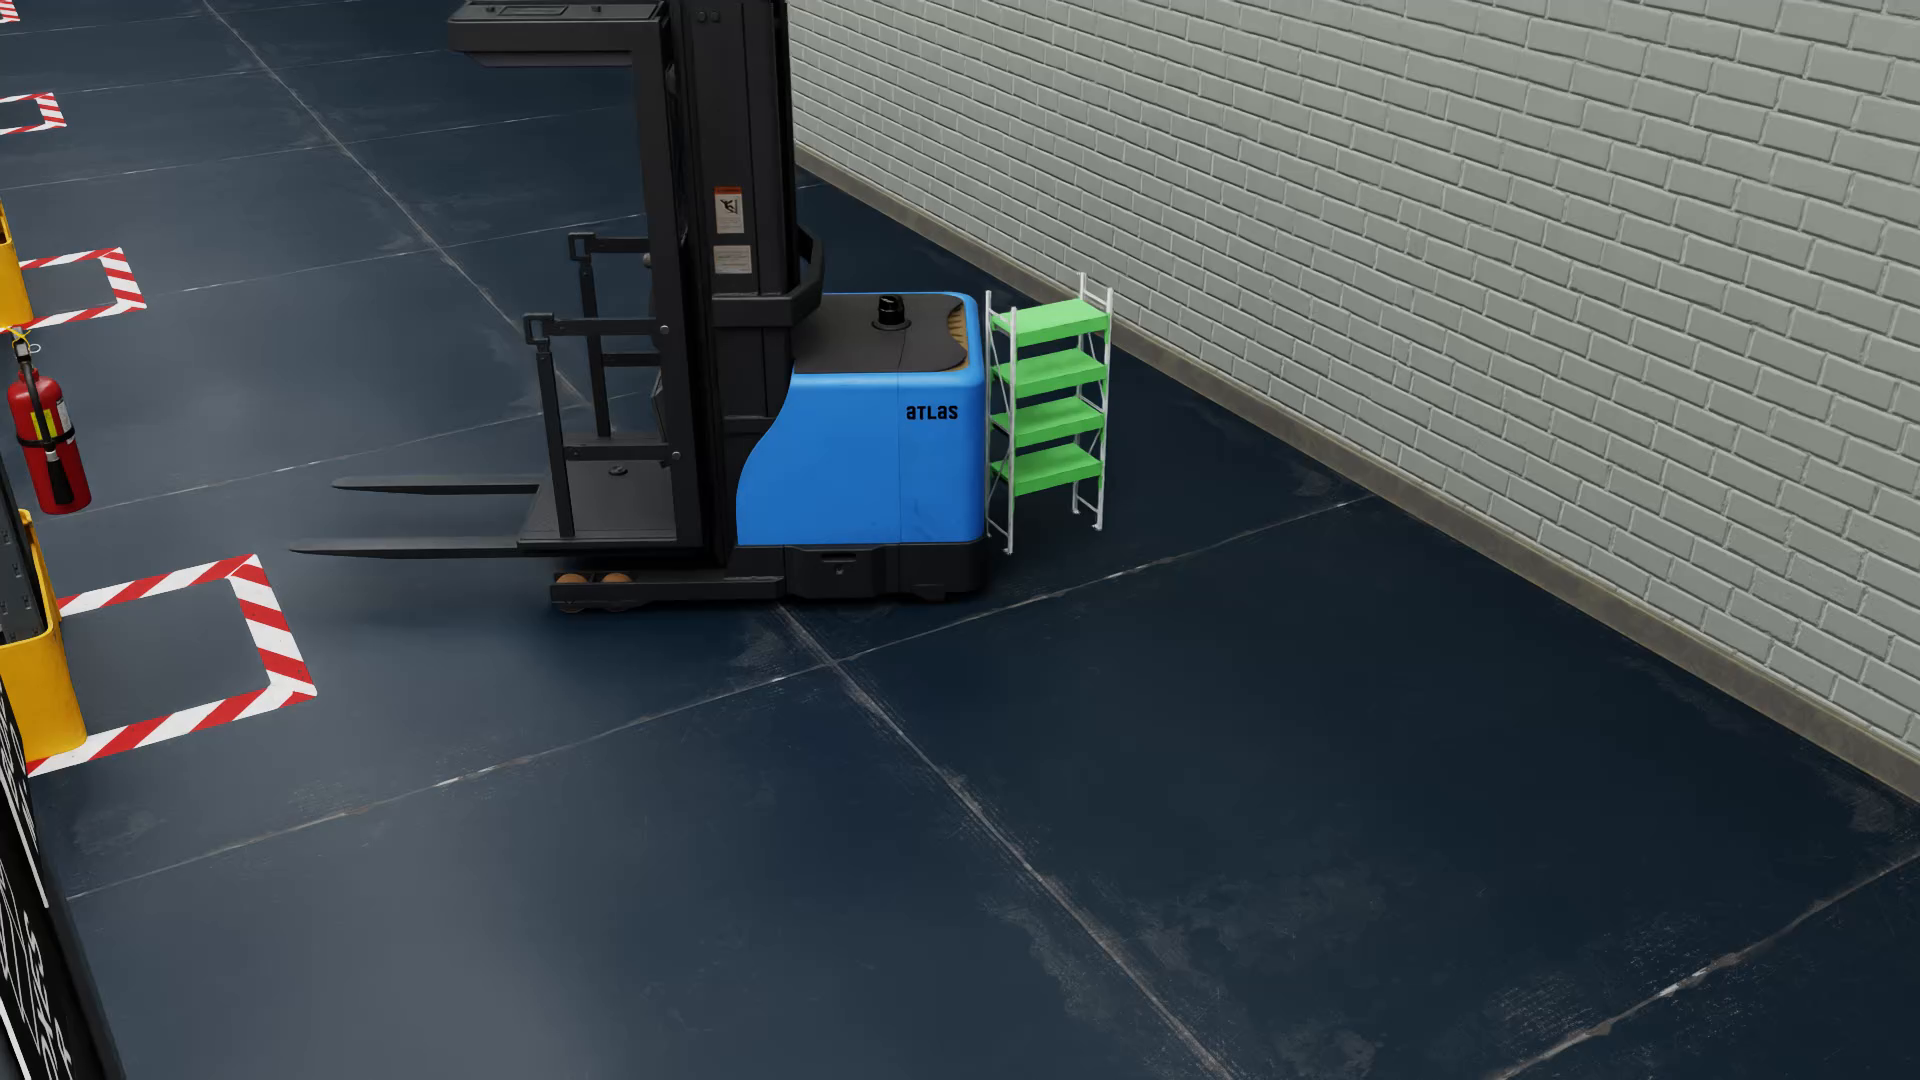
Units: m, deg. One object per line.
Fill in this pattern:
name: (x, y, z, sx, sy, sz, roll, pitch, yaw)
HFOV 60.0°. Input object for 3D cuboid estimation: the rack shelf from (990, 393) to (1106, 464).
rack shelf: (0.390, -0.509, 7.563, 0.480, 0.148, 0.258, -15, 32, -25)

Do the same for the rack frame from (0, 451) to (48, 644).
rack frame: (-3.696, -0.750, 6.005, 0.127, 3.000, 1.000, -16, 33, -26)

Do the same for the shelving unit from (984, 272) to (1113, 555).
shelving unit: (0.390, -0.565, 7.532, 0.503, 1.200, 0.258, -15, 32, -25)

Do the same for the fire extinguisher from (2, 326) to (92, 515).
fire extinguisher: (-3.245, -0.423, 5.877, 0.183, 0.674, 0.296, -16, 33, -26)

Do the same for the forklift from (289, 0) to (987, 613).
forklift: (-1.410, -1.229, 6.943, 3.031, 2.935, 1.130, -1, 29, -1)

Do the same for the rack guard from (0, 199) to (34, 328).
rack guard: (-6.100, -1.753, 10.409, 0.348, 0.500, 1.175, -16, 33, -26)

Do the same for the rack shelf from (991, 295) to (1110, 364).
rack shelf: (0.390, -0.929, 7.331, 0.480, 0.148, 0.258, -15, 32, -25)

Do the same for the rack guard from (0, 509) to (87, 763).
rack guard: (-3.761, 0.363, 6.575, 0.348, 0.500, 1.175, -16, 33, -26)

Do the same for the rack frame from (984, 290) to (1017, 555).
rack frame: (0.176, -0.508, 7.429, 0.015, 1.200, 0.240, -15, 32, -25)

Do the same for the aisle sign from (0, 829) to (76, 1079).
aisle sign: (-0.882, 0.260, 1.483, 0.004, 0.787, 0.394, -16, 33, -26)

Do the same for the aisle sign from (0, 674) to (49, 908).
aisle sign: (-1.185, 0.010, 1.936, 0.004, 0.787, 0.394, -16, 33, -26)

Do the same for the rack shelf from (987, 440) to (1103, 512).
rack shelf: (0.390, -0.299, 7.679, 0.480, 0.148, 0.258, -15, 32, -25)

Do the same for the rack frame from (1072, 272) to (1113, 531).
rack frame: (0.604, -0.622, 7.635, 0.015, 1.200, 0.240, -15, 32, -25)

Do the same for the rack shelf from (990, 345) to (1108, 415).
rack shelf: (0.390, -0.719, 7.447, 0.480, 0.148, 0.258, -15, 32, -25)
